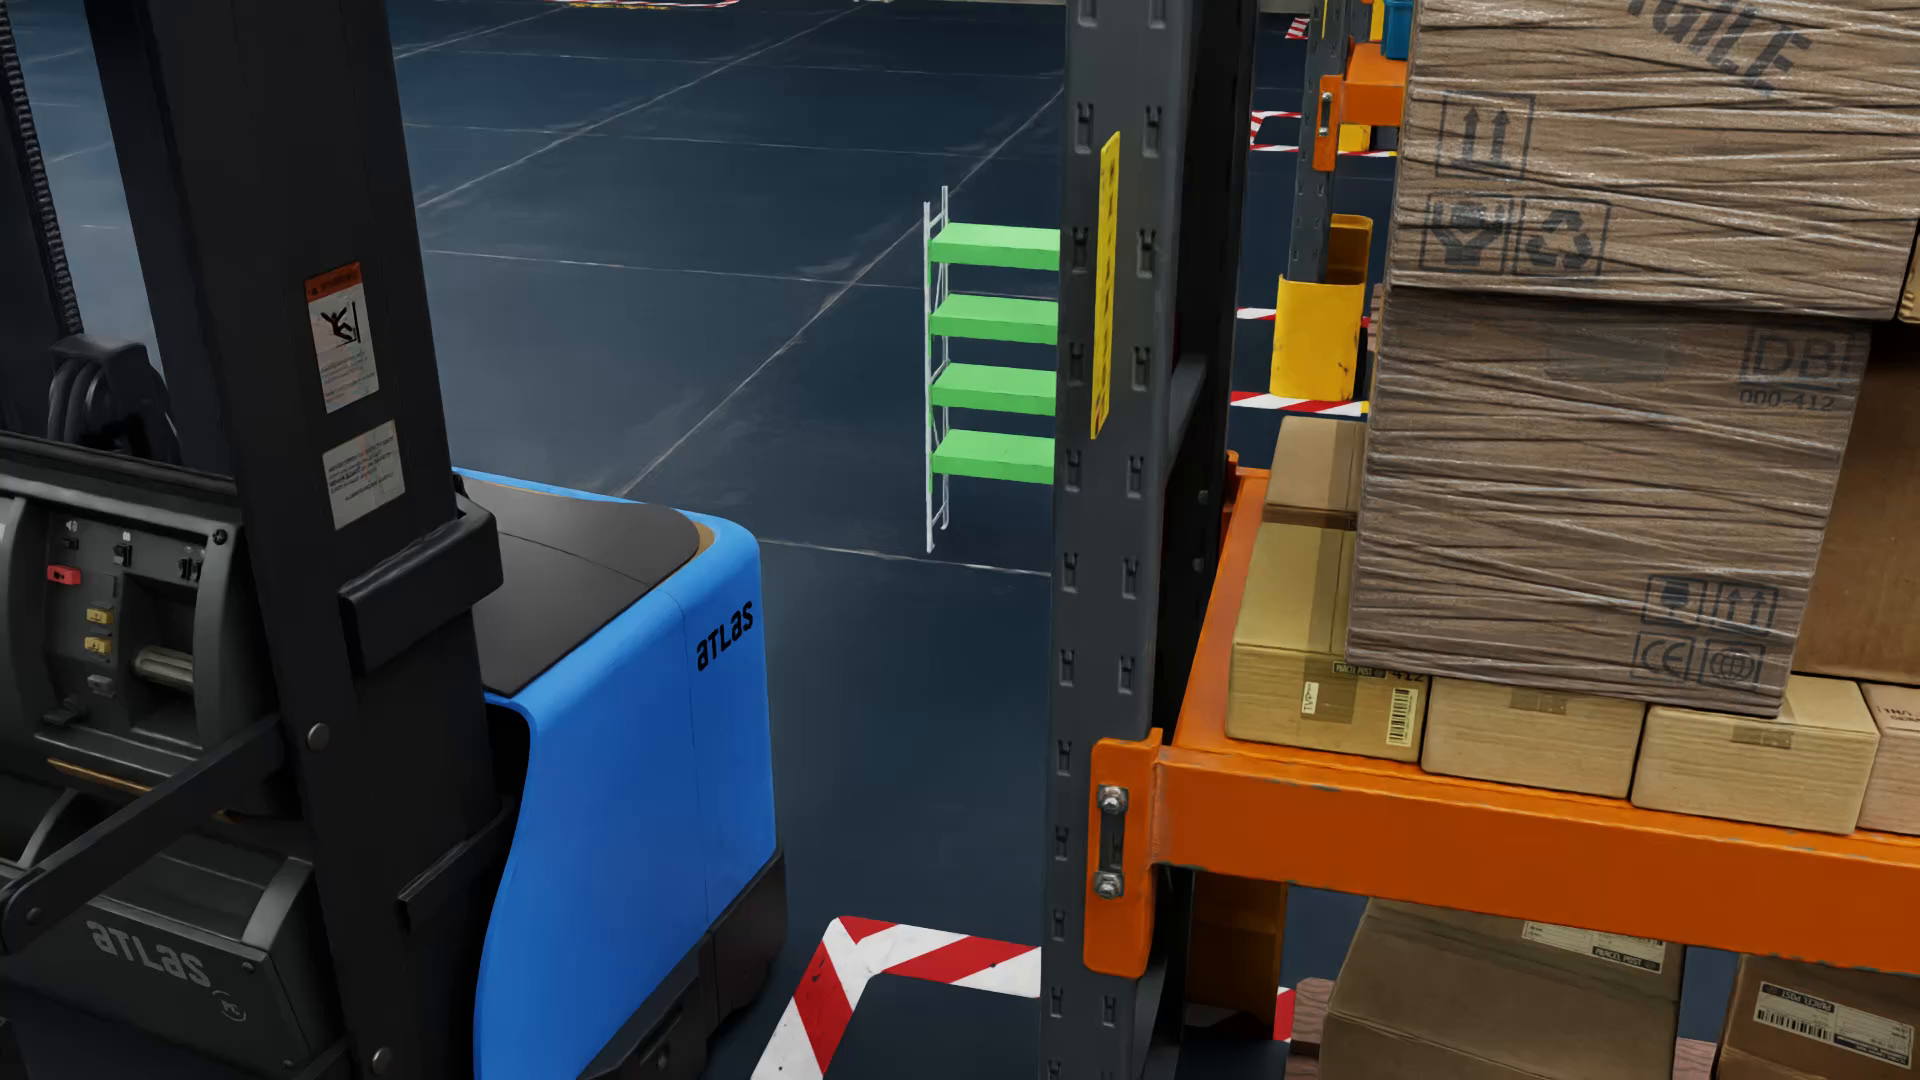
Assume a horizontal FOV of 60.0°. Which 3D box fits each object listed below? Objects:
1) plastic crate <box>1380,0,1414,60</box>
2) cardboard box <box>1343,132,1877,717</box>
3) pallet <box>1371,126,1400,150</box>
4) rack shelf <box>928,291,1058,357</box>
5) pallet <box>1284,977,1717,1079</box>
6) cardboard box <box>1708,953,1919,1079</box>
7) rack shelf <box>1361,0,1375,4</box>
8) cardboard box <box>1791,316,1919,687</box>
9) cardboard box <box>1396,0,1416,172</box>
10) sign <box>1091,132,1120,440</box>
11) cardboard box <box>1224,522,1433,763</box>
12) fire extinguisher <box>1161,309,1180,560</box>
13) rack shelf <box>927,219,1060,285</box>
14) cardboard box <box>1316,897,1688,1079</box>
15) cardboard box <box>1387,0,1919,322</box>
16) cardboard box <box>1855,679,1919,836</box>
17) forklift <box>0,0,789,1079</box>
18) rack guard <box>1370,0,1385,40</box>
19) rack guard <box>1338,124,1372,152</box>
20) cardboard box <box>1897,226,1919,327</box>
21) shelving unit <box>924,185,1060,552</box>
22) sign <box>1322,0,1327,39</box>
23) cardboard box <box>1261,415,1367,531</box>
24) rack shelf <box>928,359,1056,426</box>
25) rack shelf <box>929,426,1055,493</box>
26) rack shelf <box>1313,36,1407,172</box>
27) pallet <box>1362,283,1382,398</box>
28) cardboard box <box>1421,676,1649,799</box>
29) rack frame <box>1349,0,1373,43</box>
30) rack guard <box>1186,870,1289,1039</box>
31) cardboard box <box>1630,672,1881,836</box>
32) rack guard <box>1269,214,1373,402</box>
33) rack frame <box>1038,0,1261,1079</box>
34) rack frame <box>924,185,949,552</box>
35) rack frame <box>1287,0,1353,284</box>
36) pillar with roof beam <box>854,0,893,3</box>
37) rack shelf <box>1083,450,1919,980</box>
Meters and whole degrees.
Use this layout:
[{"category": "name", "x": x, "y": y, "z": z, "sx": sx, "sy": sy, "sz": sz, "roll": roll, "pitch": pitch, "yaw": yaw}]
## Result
[{"category": "plastic crate", "x": 2.089, "y": -2.180, "z": 7.012, "sx": 0.616, "sy": 0.251, "sz": 0.499, "roll": 6, "pitch": 26, "yaw": 13}, {"category": "cardboard box", "x": 0.822, "y": -0.223, "z": 2.267, "sx": 0.500, "sy": 0.500, "sz": 0.875, "roll": 6, "pitch": 26, "yaw": 13}, {"category": "pallet", "x": 3.518, "y": -2.914, "z": 11.625, "sx": 1.213, "sy": 0.211, "sz": 1.003, "roll": 6, "pitch": 26, "yaw": 13}, {"category": "rack shelf", "x": 0.160, "y": -0.683, "z": 5.379, "sx": 0.480, "sy": 0.148, "sz": 0.258, "roll": 6, "pitch": 26, "yaw": 13}, {"category": "pallet", "x": 1.148, "y": 1.255, "z": 2.868, "sx": 1.213, "sy": 0.211, "sz": 1.003, "roll": 6, "pitch": 26, "yaw": 13}, {"category": "cardboard box", "x": 1.484, "y": 0.949, "z": 2.687, "sx": 0.500, "sy": 0.500, "sz": 0.500, "roll": 14, "pitch": 29, "yaw": 26}, {"category": "rack shelf", "x": 4.704, "y": -3.699, "z": 10.866, "sx": 4.000, "sy": 0.370, "sz": 1.077, "roll": 6, "pitch": 26, "yaw": 13}, {"category": "cardboard box", "x": 1.336, "y": -0.219, "z": 2.259, "sx": 0.500, "sy": 0.500, "sz": 0.875, "roll": 6, "pitch": 26, "yaw": 13}, {"category": "cardboard box", "x": 0.890, "y": -0.789, "z": 2.292, "sx": 0.500, "sy": 0.500, "sz": 0.500, "roll": 6, "pitch": 26, "yaw": 13}, {"category": "sign", "x": 0.161, "y": -0.279, "z": 1.839, "sx": 0.005, "sy": 0.325, "sz": 0.100, "roll": 6, "pitch": 26, "yaw": 13}, {"category": "cardboard box", "x": 0.513, "y": 0.129, "z": 2.281, "sx": 0.250, "sy": 0.149, "sz": 0.380, "roll": 6, "pitch": 26, "yaw": 13}, {"category": "fire extinguisher", "x": 0.300, "y": -0.283, "z": 2.945, "sx": 0.183, "sy": 0.674, "sz": 0.296, "roll": 6, "pitch": 26, "yaw": 13}, {"category": "rack shelf", "x": 0.160, "y": -0.900, "z": 5.276, "sx": 0.480, "sy": 0.148, "sz": 0.258, "roll": 6, "pitch": 26, "yaw": 13}, {"category": "cardboard box", "x": 0.897, "y": 0.899, "z": 2.792, "sx": 0.500, "sy": 0.500, "sz": 0.500, "roll": 11, "pitch": 28, "yaw": 23}, {"category": "cardboard box", "x": 0.761, "y": -0.572, "z": 1.837, "sx": 0.500, "sy": 0.500, "sz": 0.500, "roll": 6, "pitch": 26, "yaw": 13}, {"category": "cardboard box", "x": 1.236, "y": 0.215, "z": 2.101, "sx": 0.250, "sy": 0.149, "sz": 0.380, "roll": 6, "pitch": 26, "yaw": 13}, {"category": "forklift", "x": -1.430, "y": 0.111, "z": 2.107, "sx": 1.130, "sy": 2.935, "sz": 3.031, "roll": 10, "pitch": 27, "yaw": 21}, {"category": "rack guard", "x": 4.071, "y": -5.164, "z": 16.014, "sx": 0.348, "sy": 0.500, "sz": 1.175, "roll": 6, "pitch": 26, "yaw": 13}, {"category": "rack guard", "x": 2.744, "y": -3.112, "z": 11.704, "sx": 0.348, "sy": 0.500, "sz": 1.175, "roll": 6, "pitch": 26, "yaw": 13}, {"category": "cardboard box", "x": 1.243, "y": -0.516, "z": 1.719, "sx": 0.500, "sy": 0.500, "sz": 0.500, "roll": 6, "pitch": 26, "yaw": 13}, {"category": "shelving unit", "x": 0.160, "y": -0.524, "z": 5.455, "sx": 0.503, "sy": 1.200, "sz": 0.258, "roll": 6, "pitch": 26, "yaw": 13}, {"category": "sign", "x": 1.389, "y": -2.072, "z": 6.291, "sx": 0.005, "sy": 0.325, "sz": 0.100, "roll": 6, "pitch": 26, "yaw": 13}, {"category": "cardboard box", "x": 0.624, "y": -0.056, "z": 2.670, "sx": 0.250, "sy": 0.149, "sz": 0.380, "roll": 6, "pitch": 26, "yaw": 13}, {"category": "rack shelf", "x": 0.160, "y": -0.466, "z": 5.482, "sx": 0.480, "sy": 0.148, "sz": 0.258, "roll": 6, "pitch": 26, "yaw": 13}, {"category": "rack shelf", "x": 0.160, "y": -0.250, "z": 5.585, "sx": 0.480, "sy": 0.148, "sz": 0.258, "roll": 6, "pitch": 26, "yaw": 13}, {"category": "rack shelf", "x": 3.467, "y": -1.637, "z": 6.536, "sx": 4.000, "sy": 0.370, "sz": 1.077, "roll": 6, "pitch": 26, "yaw": 13}, {"category": "pallet", "x": 2.401, "y": -0.839, "z": 7.267, "sx": 1.213, "sy": 0.211, "sz": 1.003, "roll": 6, "pitch": 26, "yaw": 13}, {"category": "cardboard box", "x": 0.750, "y": 0.164, "z": 2.208, "sx": 0.250, "sy": 0.149, "sz": 0.380, "roll": 6, "pitch": 26, "yaw": 13}, {"category": "rack frame", "x": 2.767, "y": -4.238, "z": 11.161, "sx": 0.127, "sy": 3.000, "sz": 1.000, "roll": 6, "pitch": 26, "yaw": 13}, {"category": "rack guard", "x": 0.370, "y": 1.023, "z": 3.020, "sx": 0.348, "sy": 0.500, "sz": 1.175, "roll": 6, "pitch": 26, "yaw": 13}, {"category": "cardboard box", "x": 0.989, "y": 0.197, "z": 2.139, "sx": 0.250, "sy": 0.149, "sz": 0.380, "roll": 6, "pitch": 26, "yaw": 13}, {"category": "rack guard", "x": 1.615, "y": -1.059, "z": 7.392, "sx": 0.348, "sy": 0.500, "sz": 1.175, "roll": 6, "pitch": 26, "yaw": 13}, {"category": "rack frame", "x": 0.296, "y": -0.114, "z": 2.500, "sx": 0.127, "sy": 3.000, "sz": 1.000, "roll": 6, "pitch": 26, "yaw": 13}, {"category": "rack frame", "x": -0.076, "y": -0.550, "z": 5.510, "sx": 0.015, "sy": 1.200, "sz": 0.240, "roll": 6, "pitch": 26, "yaw": 13}, {"category": "rack frame", "x": 1.530, "y": -2.176, "z": 6.831, "sx": 0.127, "sy": 3.000, "sz": 1.000, "roll": 6, "pitch": 26, "yaw": 13}, {"category": "pillar with roof beam", "x": -1.993, "y": -8.144, "z": 12.388, "sx": 0.400, "sy": 9.000, "sz": 9.100, "roll": 6, "pitch": 26, "yaw": 13}, {"category": "rack shelf", "x": 2.233, "y": 0.425, "z": 2.205, "sx": 4.000, "sy": 0.370, "sz": 1.077, "roll": 6, "pitch": 26, "yaw": 13}]
